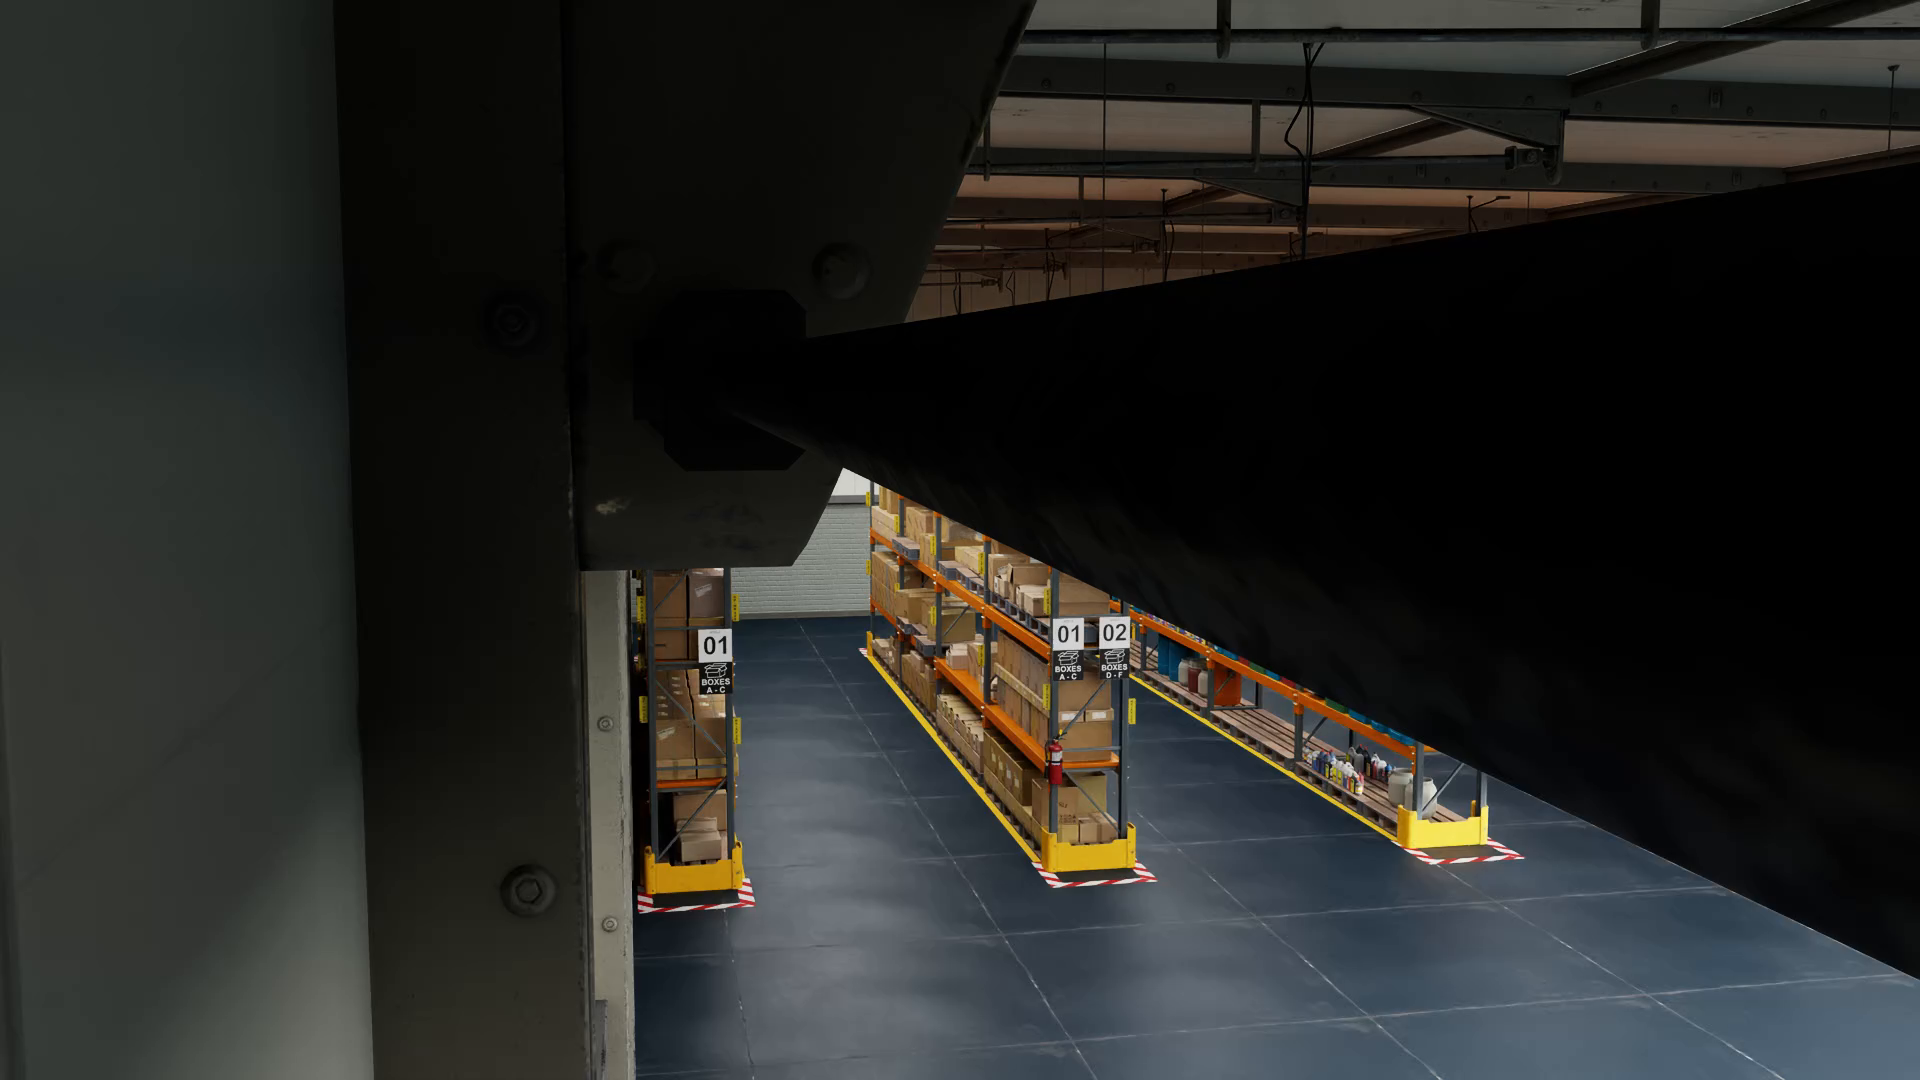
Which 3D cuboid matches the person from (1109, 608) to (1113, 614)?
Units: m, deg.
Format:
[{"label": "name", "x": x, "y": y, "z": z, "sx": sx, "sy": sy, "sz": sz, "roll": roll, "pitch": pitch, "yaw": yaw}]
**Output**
[{"label": "person", "x": 3.423, "y": 1.243, "z": 39.998, "sx": 1.068, "sy": 1.771, "sz": 0.746, "roll": 3, "pitch": 7, "yaw": 26}]
